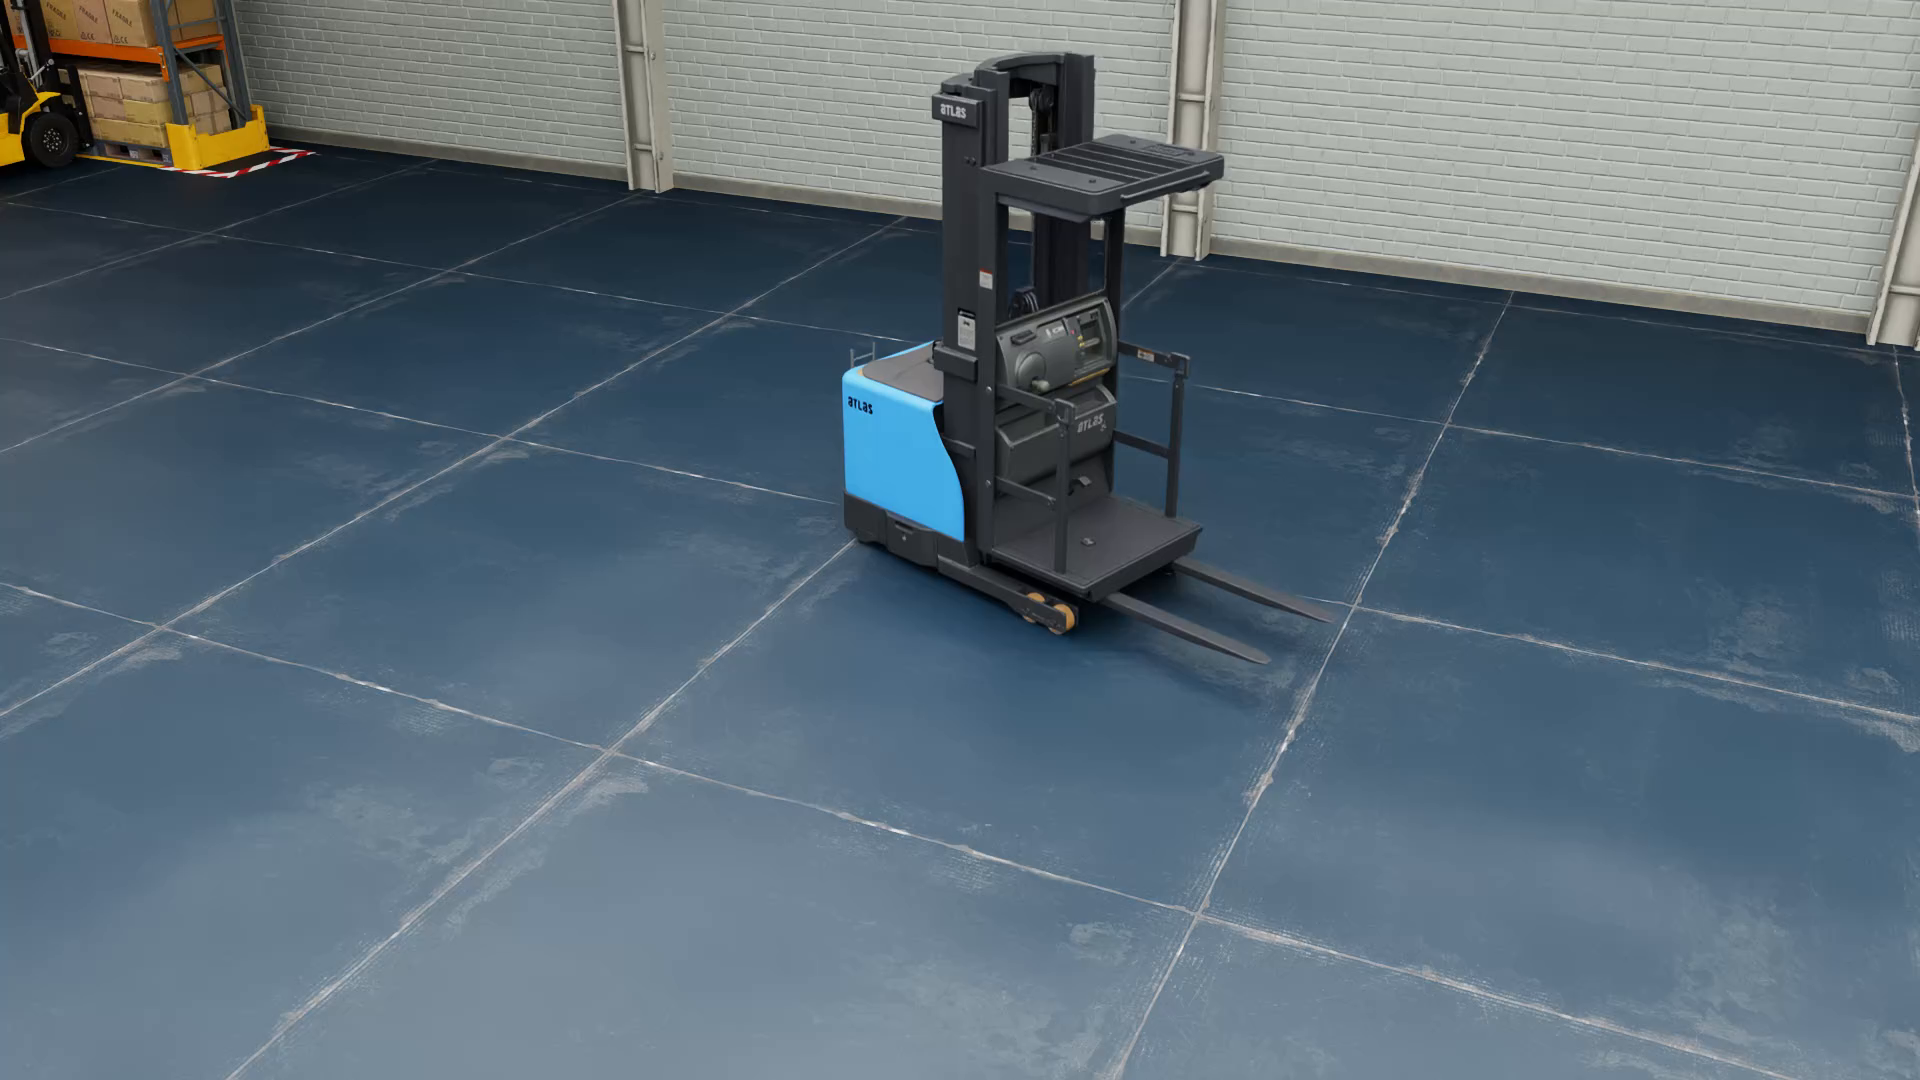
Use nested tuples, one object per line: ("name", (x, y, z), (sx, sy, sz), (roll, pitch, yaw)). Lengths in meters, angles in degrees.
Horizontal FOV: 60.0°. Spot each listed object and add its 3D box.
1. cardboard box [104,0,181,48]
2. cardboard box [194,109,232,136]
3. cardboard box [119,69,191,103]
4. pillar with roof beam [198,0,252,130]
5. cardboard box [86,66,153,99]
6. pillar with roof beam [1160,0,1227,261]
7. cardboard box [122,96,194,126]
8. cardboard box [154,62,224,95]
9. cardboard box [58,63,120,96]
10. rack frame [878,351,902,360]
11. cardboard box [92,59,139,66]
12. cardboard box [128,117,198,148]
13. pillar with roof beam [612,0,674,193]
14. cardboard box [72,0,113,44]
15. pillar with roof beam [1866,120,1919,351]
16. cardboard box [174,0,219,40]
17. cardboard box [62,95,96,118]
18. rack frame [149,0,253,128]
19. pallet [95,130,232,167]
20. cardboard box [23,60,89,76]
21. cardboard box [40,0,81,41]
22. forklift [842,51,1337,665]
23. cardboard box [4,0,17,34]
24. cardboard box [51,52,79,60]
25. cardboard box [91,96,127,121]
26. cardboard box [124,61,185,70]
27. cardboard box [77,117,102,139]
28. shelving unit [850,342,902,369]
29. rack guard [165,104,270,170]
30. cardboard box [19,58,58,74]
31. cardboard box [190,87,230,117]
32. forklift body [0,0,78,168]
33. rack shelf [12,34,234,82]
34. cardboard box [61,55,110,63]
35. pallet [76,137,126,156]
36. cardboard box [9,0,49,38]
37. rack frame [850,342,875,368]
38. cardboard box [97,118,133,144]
("cardboard box", (-9.088, -5.789, 18.499), (0.500, 0.500, 0.500), (11, 28, 21))
("cardboard box", (-8.898, -4.883, 19.409), (0.500, 0.250, 0.500), (11, 28, 22))
("cardboard box", (-9.080, -5.122, 18.763), (0.500, 0.250, 0.500), (12, 29, 24))
("pillar with roof beam", (-10.574, -7.210, 14.706), (0.400, 9.000, 9.100), (11, 28, 22))
("cardboard box", (-9.547, -5.213, 18.947), (0.500, 0.250, 0.500), (12, 29, 23))
("pillar with roof beam", (0.349, -5.016, 10.250), (0.400, 9.000, 9.100), (11, 28, 22))
("cardboard box", (-9.104, -4.902, 18.882), (0.500, 0.250, 0.500), (11, 28, 21))
("cardboard box", (-8.891, -5.327, 19.179), (0.500, 0.250, 0.500), (11, 28, 21))
("cardboard box", (-10.010, -5.301, 19.127), (0.500, 0.250, 0.500), (12, 29, 22))
("rack frame", (-0.428, -0.663, 10.407), (0.008, 1.050, 0.200), (23, 34, 38))
("cardboard box", (-9.798, -5.513, 19.556), (0.500, 0.250, 0.500), (11, 28, 21))
("cardboard box", (-9.090, -4.673, 18.984), (0.500, 0.250, 0.500), (12, 28, 22))
("pillar with roof beam", (-5.112, -6.113, 12.478), (0.400, 9.000, 9.100), (11, 28, 22))
("cardboard box", (-9.557, -5.887, 18.699), (0.500, 0.500, 0.500), (12, 29, 23))
("pillar with roof beam", (5.811, -3.919, 8.022), (0.400, 9.000, 9.100), (11, 28, 22))
("cardboard box", (-8.867, -6.007, 18.941), (0.500, 0.500, 0.500), (12, 29, 23))
("cardboard box", (-10.035, -5.084, 19.252), (0.500, 0.250, 0.500), (11, 28, 21))
("rack frame", (-8.531, -5.760, 18.553), (0.127, 3.000, 1.000), (11, 28, 22))
("pallet", (-9.245, -4.632, 19.418), (1.213, 0.211, 1.003), (11, 28, 22))
("cardboard box", (-10.469, -5.397, 19.321), (0.500, 0.250, 0.500), (11, 28, 21))
("cardboard box", (-10.023, -5.981, 18.889), (0.500, 0.500, 0.500), (11, 28, 21))
("forklift", (0.695, -1.052, 9.069), (3.031, 2.935, 1.130), (23, 34, 38))
("cardboard box", (-10.934, -6.169, 19.271), (0.500, 0.500, 0.500), (11, 28, 21))
("cardboard box", (-10.722, -5.698, 19.932), (0.500, 0.250, 0.500), (12, 28, 22))
("cardboard box", (-9.556, -4.998, 19.077), (0.500, 0.250, 0.500), (11, 28, 21))
("cardboard box", (-9.347, -5.417, 19.362), (0.500, 0.250, 0.500), (11, 28, 22))
("cardboard box", (-9.990, -4.863, 19.369), (0.500, 0.250, 0.500), (12, 29, 22))
("shelving unit", (-0.516, -0.700, 10.483), (0.252, 1.050, 0.215), (23, 34, 38))
("rack guard", (-8.510, -4.634, 19.096), (0.348, 0.500, 1.175), (11, 28, 22))
("cardboard box", (-10.943, -5.496, 19.522), (0.500, 0.250, 0.500), (12, 29, 24))
("cardboard box", (-8.874, -5.108, 19.301), (0.500, 0.250, 0.500), (12, 29, 23))
("forklift body", (-11.013, -4.992, 17.954), (1.214, 2.155, 2.313), (11, 28, 22))
("rack shelf", (-10.352, -5.803, 19.454), (4.000, 0.370, 1.077), (11, 28, 22))
("cardboard box", (-10.261, -5.609, 19.752), (0.500, 0.250, 0.500), (11, 28, 21))
("pallet", (-10.352, -4.855, 19.873), (1.213, 0.211, 1.003), (11, 28, 22))
("cardboard box", (-10.485, -6.069, 19.067), (0.500, 0.500, 0.500), (12, 28, 22))
("rack frame", (-0.604, -0.737, 10.559), (0.008, 1.050, 0.200), (23, 34, 38))
("cardboard box", (-9.539, -4.768, 19.176), (0.500, 0.250, 0.500), (11, 28, 22))
